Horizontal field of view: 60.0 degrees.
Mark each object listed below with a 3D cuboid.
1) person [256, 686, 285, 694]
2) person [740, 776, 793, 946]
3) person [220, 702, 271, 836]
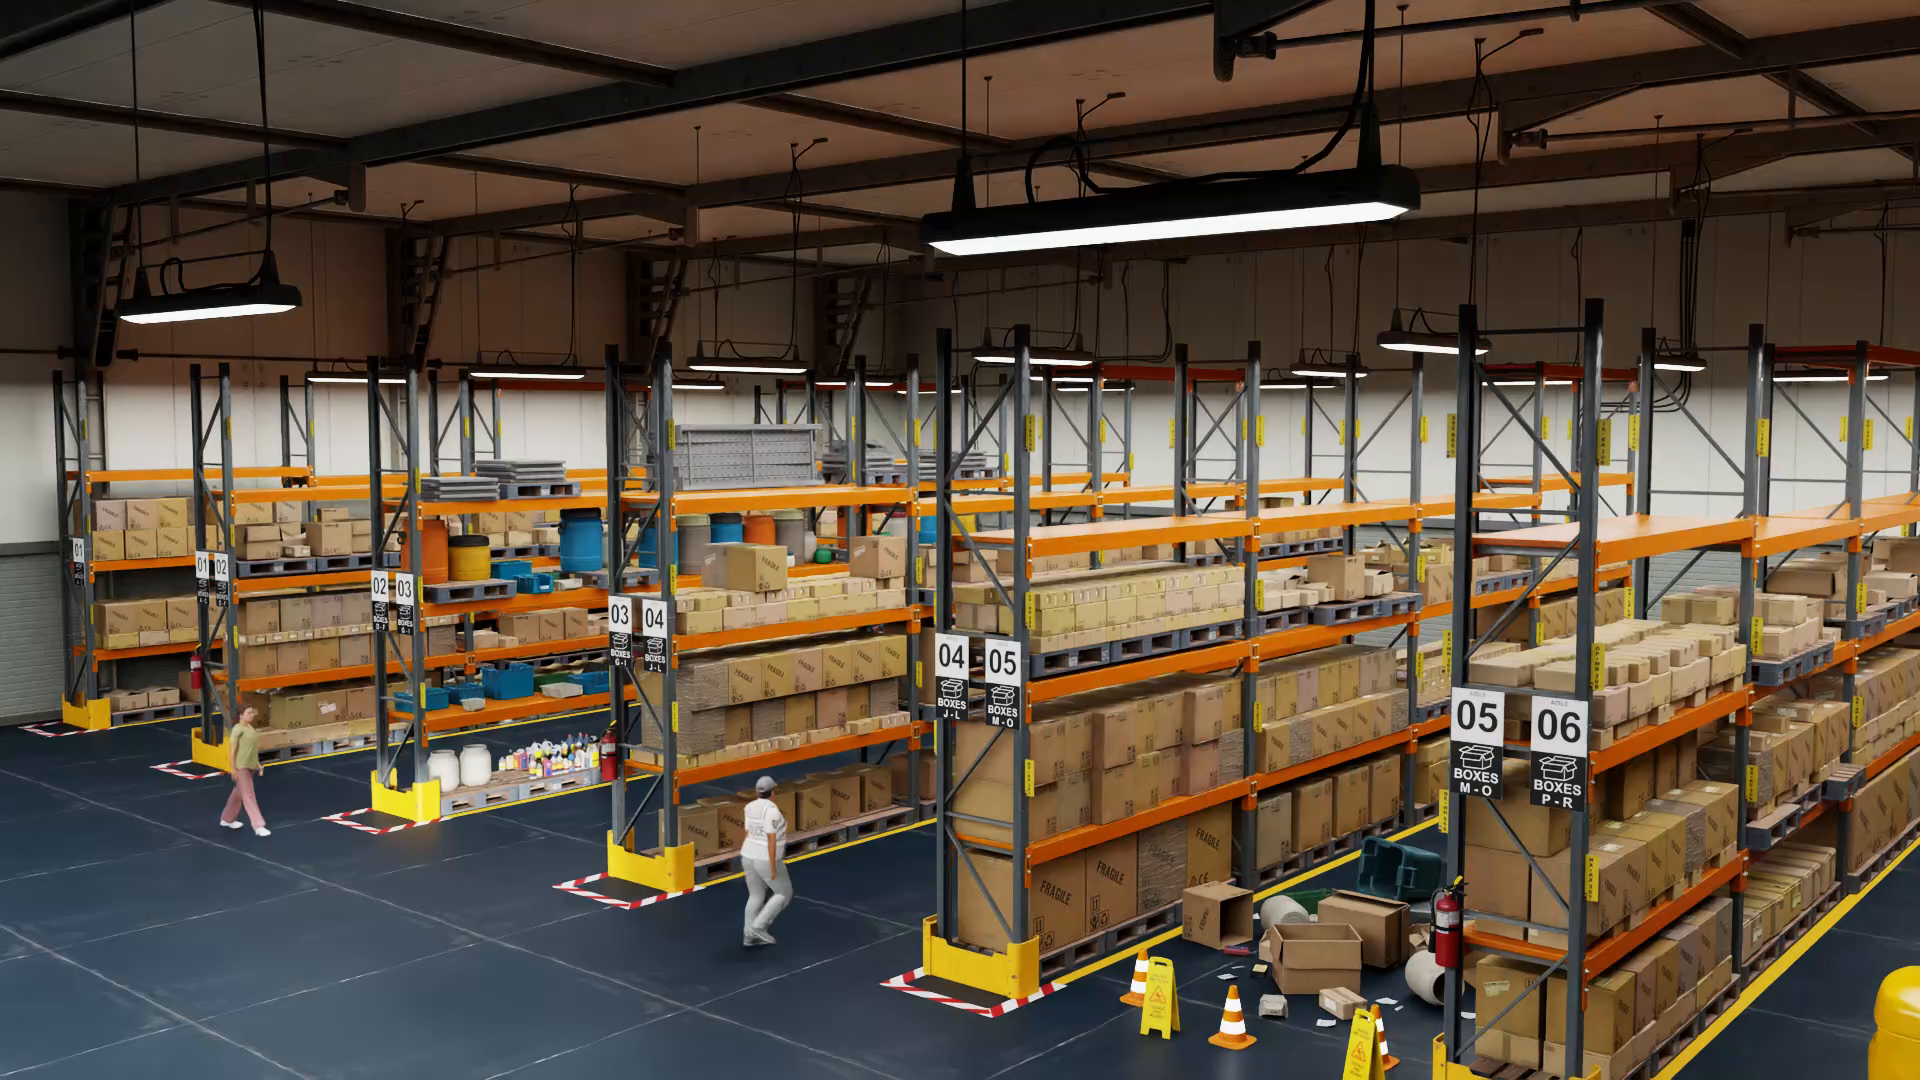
[{"bbox_3d":[-11.295,2.325,27.402,0.573,1.730,1.058,2,4,23],"label":"person"},{"bbox_3d":[-1.920,3.155,16.335,0.437,1.653,0.533,-4,5,-41],"label":"person"},{"bbox_3d":[-8.893,2.831,20.713,0.963,1.620,0.483,2,4,22],"label":"person"}]
